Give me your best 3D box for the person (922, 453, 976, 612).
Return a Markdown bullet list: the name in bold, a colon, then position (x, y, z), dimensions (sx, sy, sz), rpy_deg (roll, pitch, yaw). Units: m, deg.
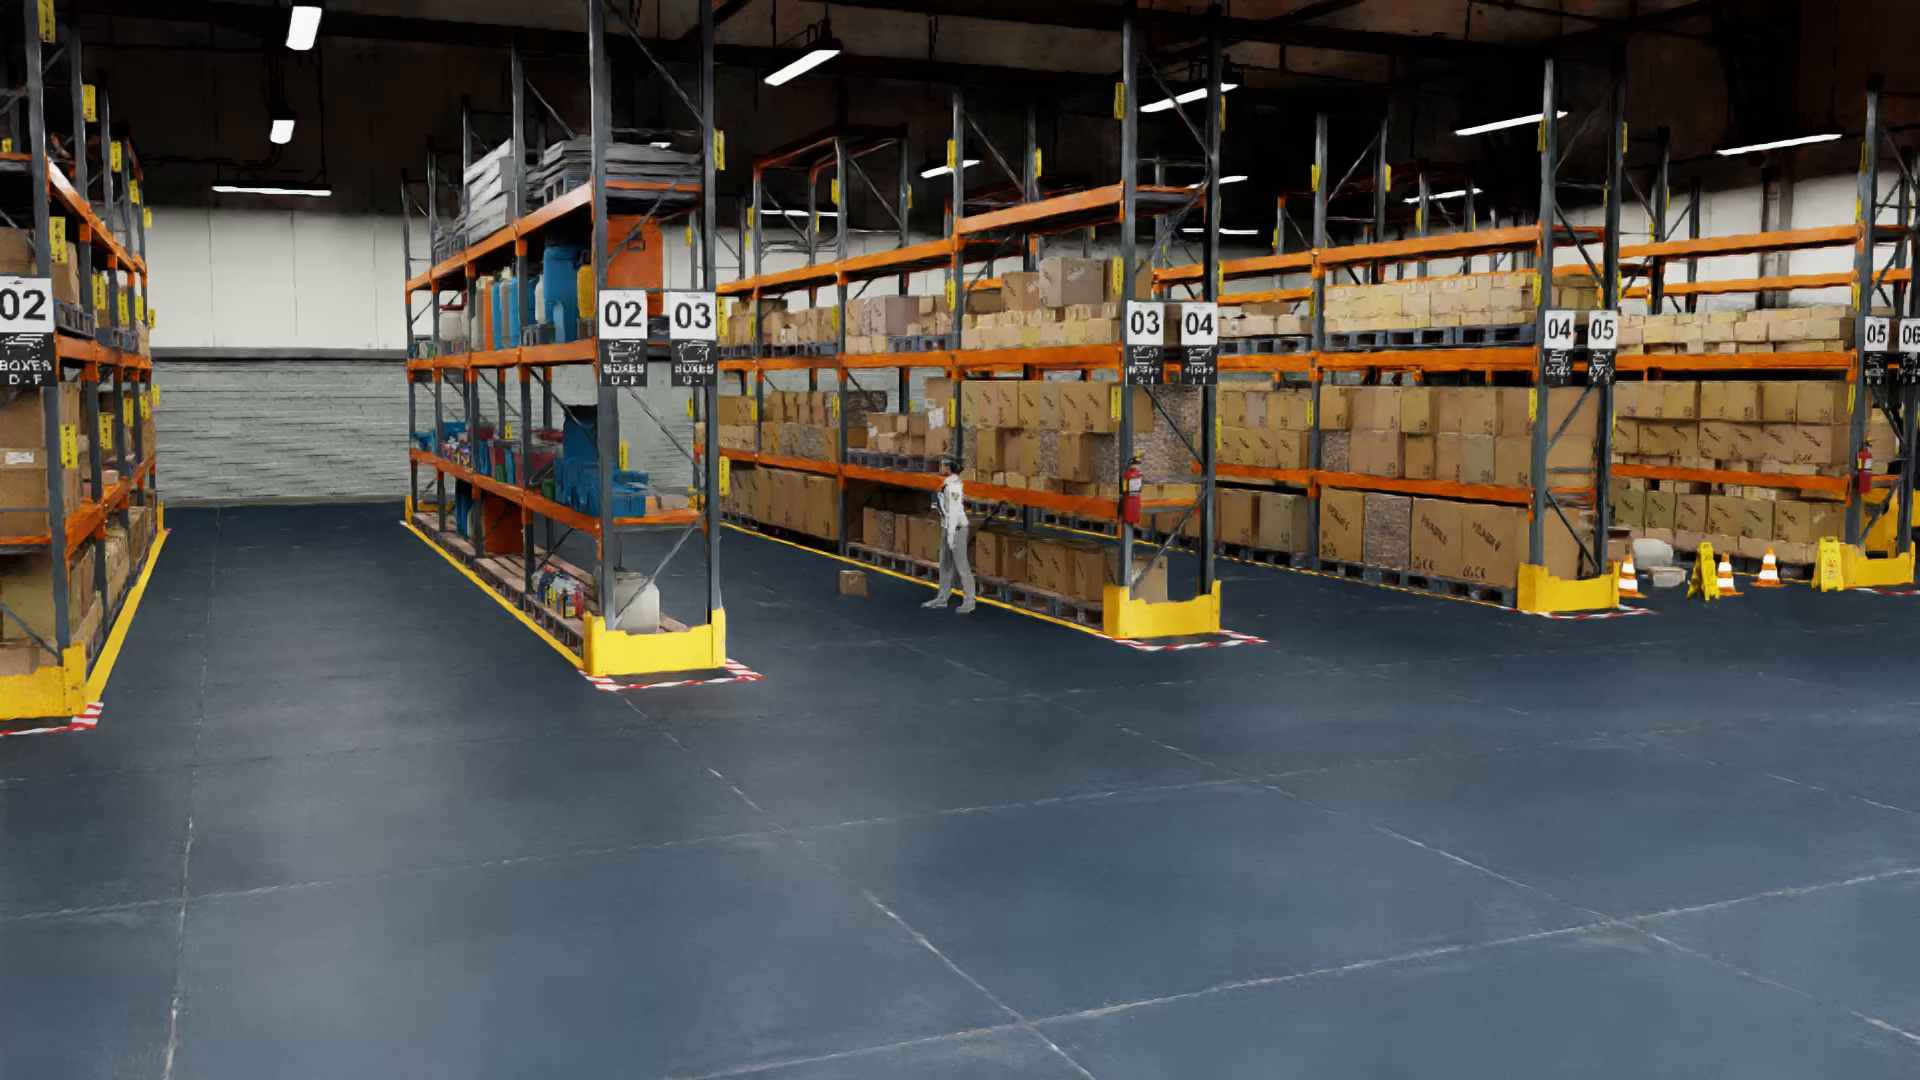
- **person**: position (-0.121, -0.092, 17.656), dimensions (0.553, 1.669, 0.588), rpy_deg (-1, 6, -11)
